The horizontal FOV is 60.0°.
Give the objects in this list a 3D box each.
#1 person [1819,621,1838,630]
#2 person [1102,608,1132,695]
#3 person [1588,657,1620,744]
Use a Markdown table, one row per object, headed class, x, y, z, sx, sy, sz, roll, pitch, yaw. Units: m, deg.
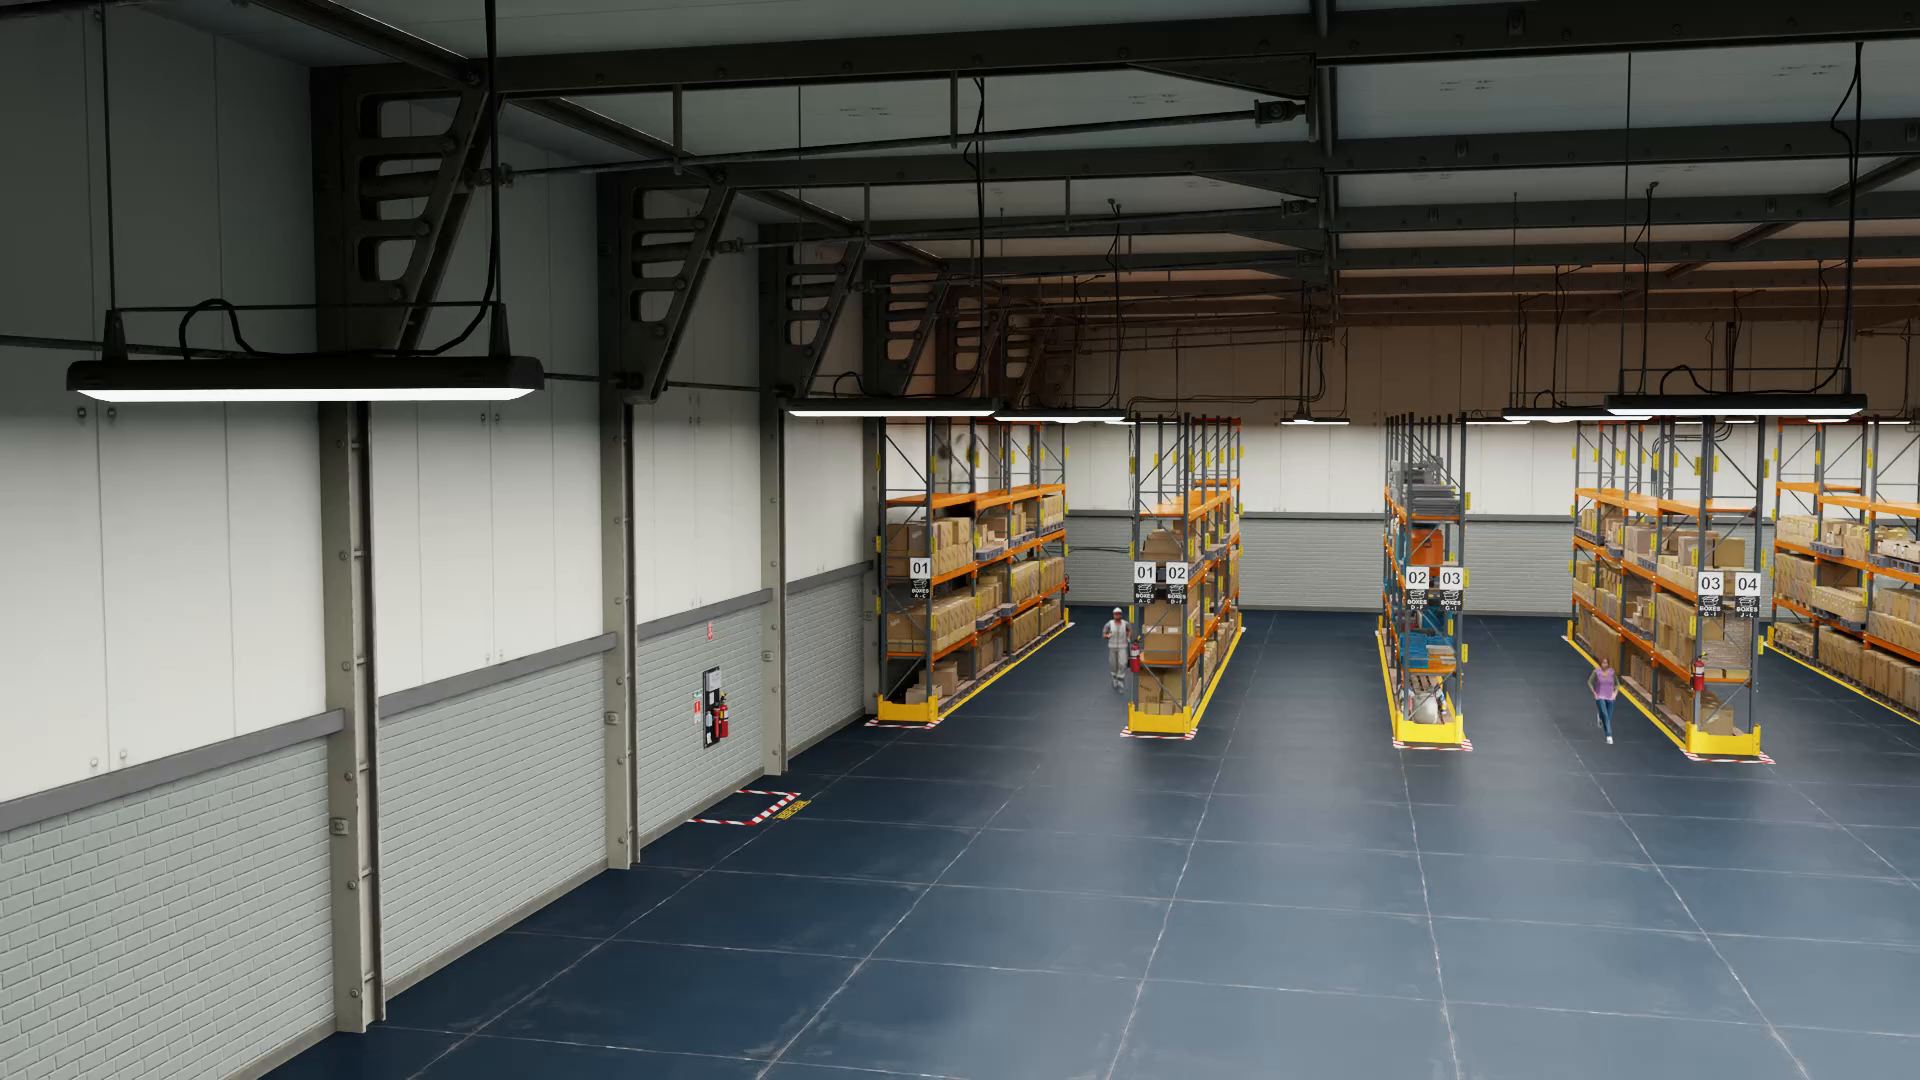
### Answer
| class | x | y | z | sx | sy | sz | roll | pitch | yaw |
| --- | --- | --- | --- | --- | --- | --- | --- | --- | --- |
| person | 23.251 | 1.834 | 44.585 | 0.849 | 1.765 | 0.683 | 0 | 4 | -4 |
| person | 3.404 | 2.376 | 35.988 | 0.643 | 1.829 | 0.850 | 0 | 4 | 6 |
| person | 11.781 | 2.908 | 30.460 | 0.548 | 1.555 | 0.792 | 1 | 4 | 9 |
